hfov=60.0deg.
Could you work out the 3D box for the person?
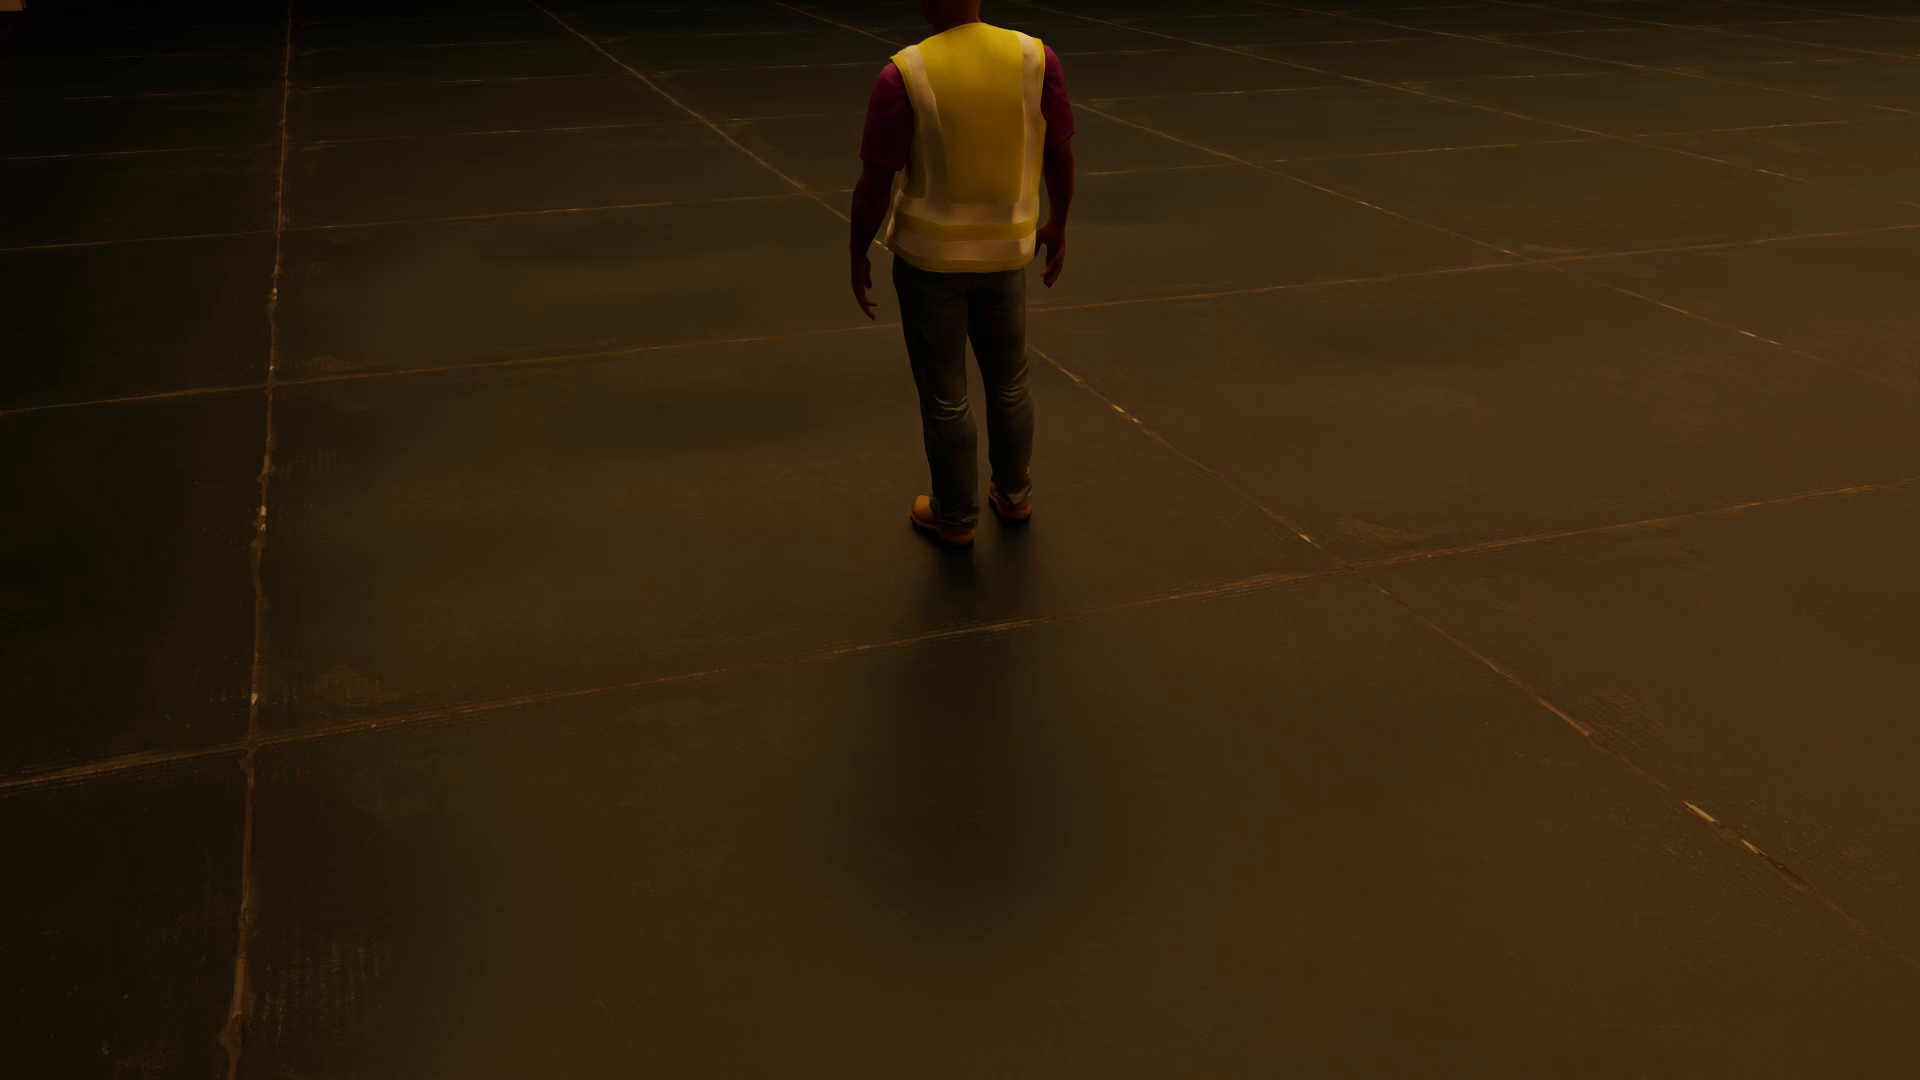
[{"bbox_3d":[-0.019,-0.847,4.797,0.665,1.768,0.575,-8,24,-18],"label":"person"}]
